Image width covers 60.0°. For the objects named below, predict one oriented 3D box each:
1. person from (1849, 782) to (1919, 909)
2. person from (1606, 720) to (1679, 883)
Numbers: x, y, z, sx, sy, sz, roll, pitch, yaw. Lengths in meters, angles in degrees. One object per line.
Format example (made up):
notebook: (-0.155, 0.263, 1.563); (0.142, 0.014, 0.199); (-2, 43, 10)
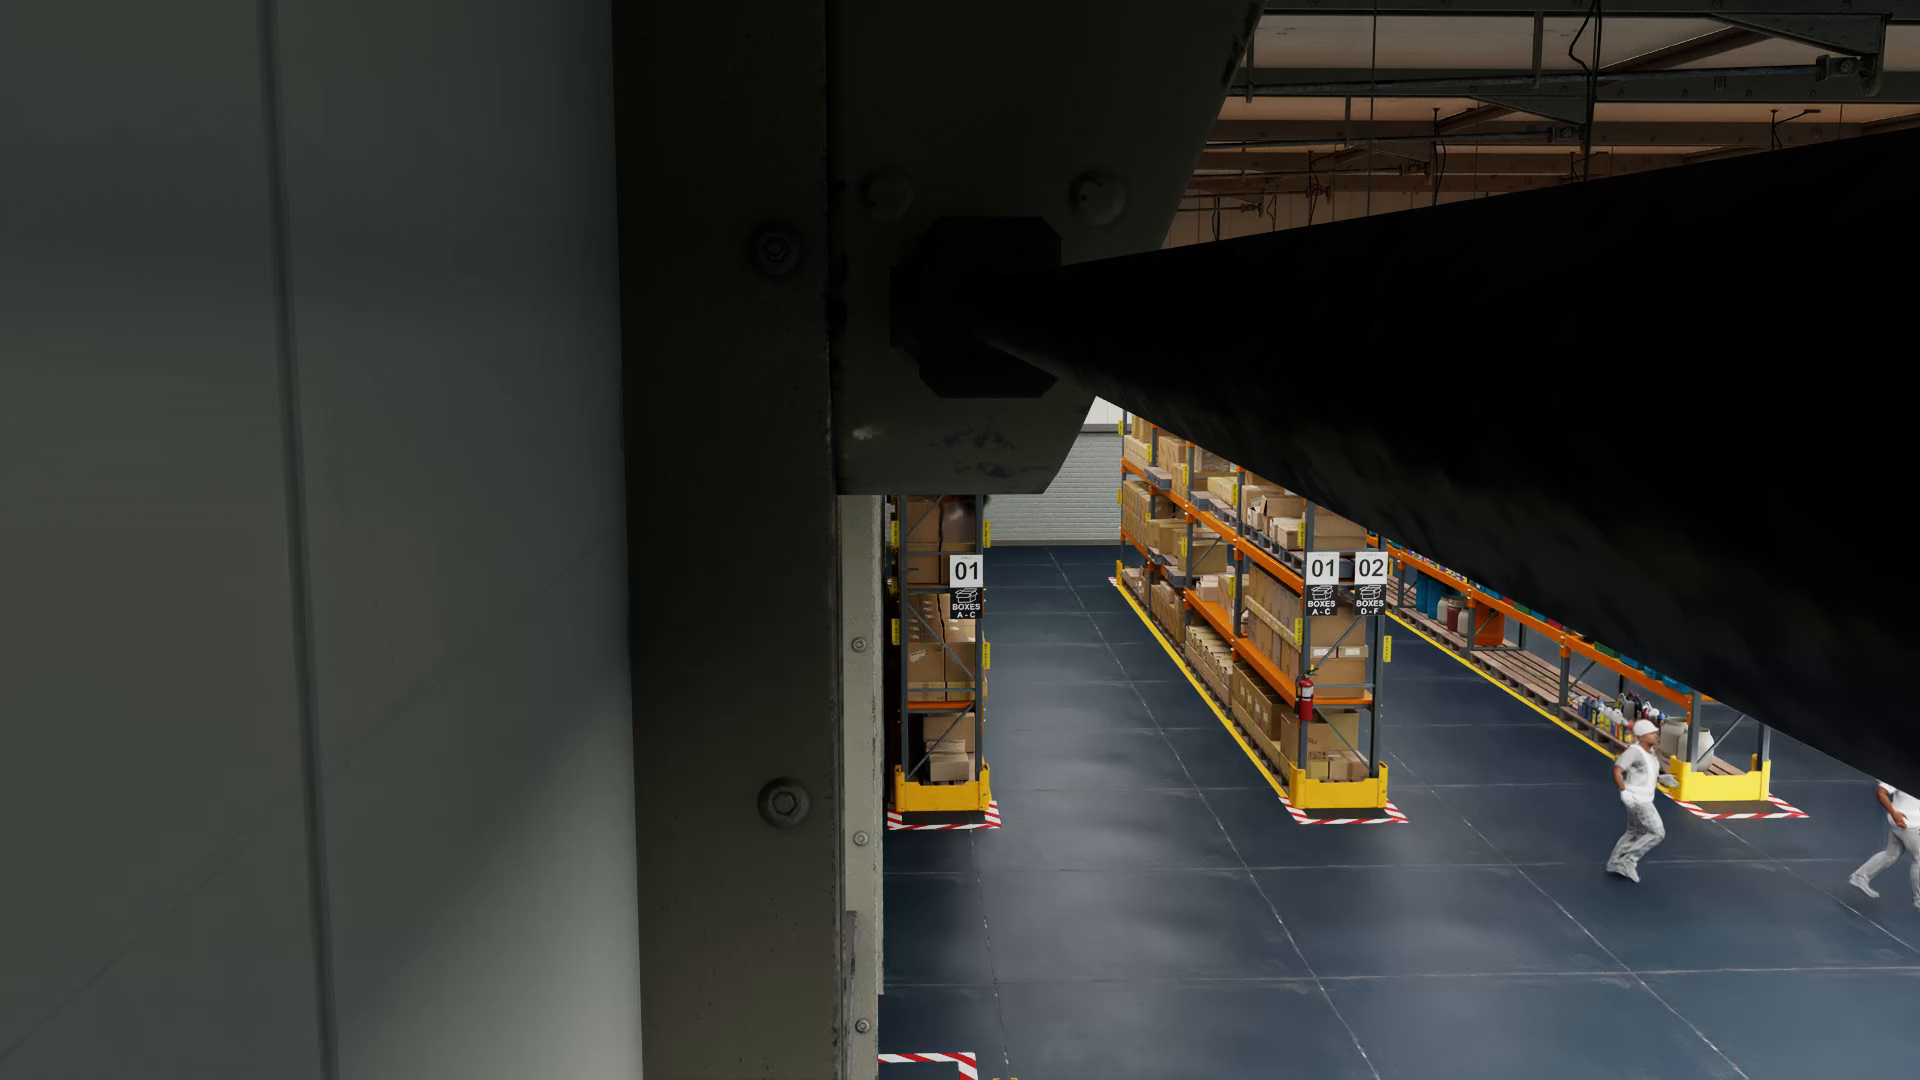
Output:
person: (9.758, 2.935, 17.203); (0.895, 1.800, 0.674); (4, 9, 27)
person: (7.407, 2.820, 18.018); (0.671, 1.772, 0.678); (4, 9, 26)
